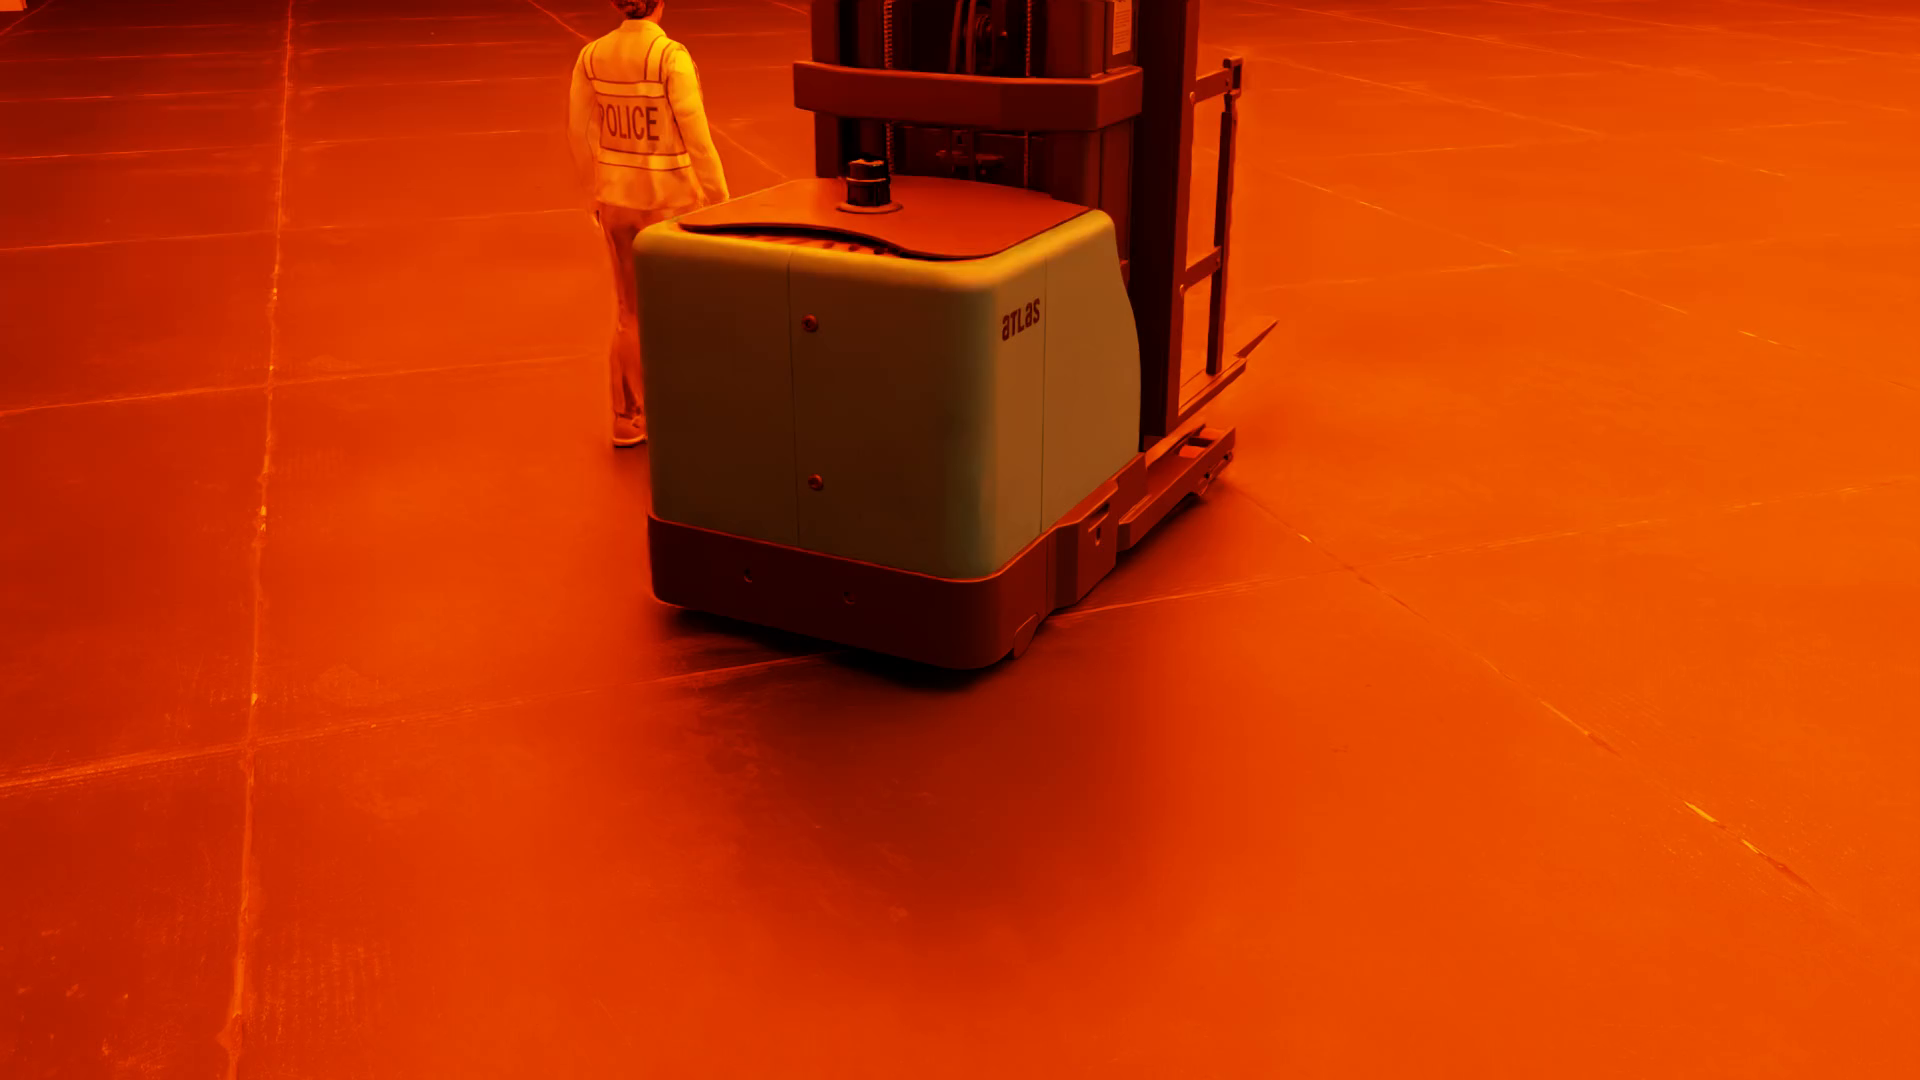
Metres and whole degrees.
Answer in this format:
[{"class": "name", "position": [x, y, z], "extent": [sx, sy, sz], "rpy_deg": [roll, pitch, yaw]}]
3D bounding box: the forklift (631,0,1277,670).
[{"class": "forklift", "position": [0.272, -1.563, 5.016], "extent": [1.130, 2.935, 3.031], "rpy_deg": [11, 25, 25]}]

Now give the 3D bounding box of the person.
[{"class": "person", "position": [-1.004, -1.134, 5.638], "extent": [0.657, 1.661, 0.478], "rpy_deg": [10, 25, 22]}]
